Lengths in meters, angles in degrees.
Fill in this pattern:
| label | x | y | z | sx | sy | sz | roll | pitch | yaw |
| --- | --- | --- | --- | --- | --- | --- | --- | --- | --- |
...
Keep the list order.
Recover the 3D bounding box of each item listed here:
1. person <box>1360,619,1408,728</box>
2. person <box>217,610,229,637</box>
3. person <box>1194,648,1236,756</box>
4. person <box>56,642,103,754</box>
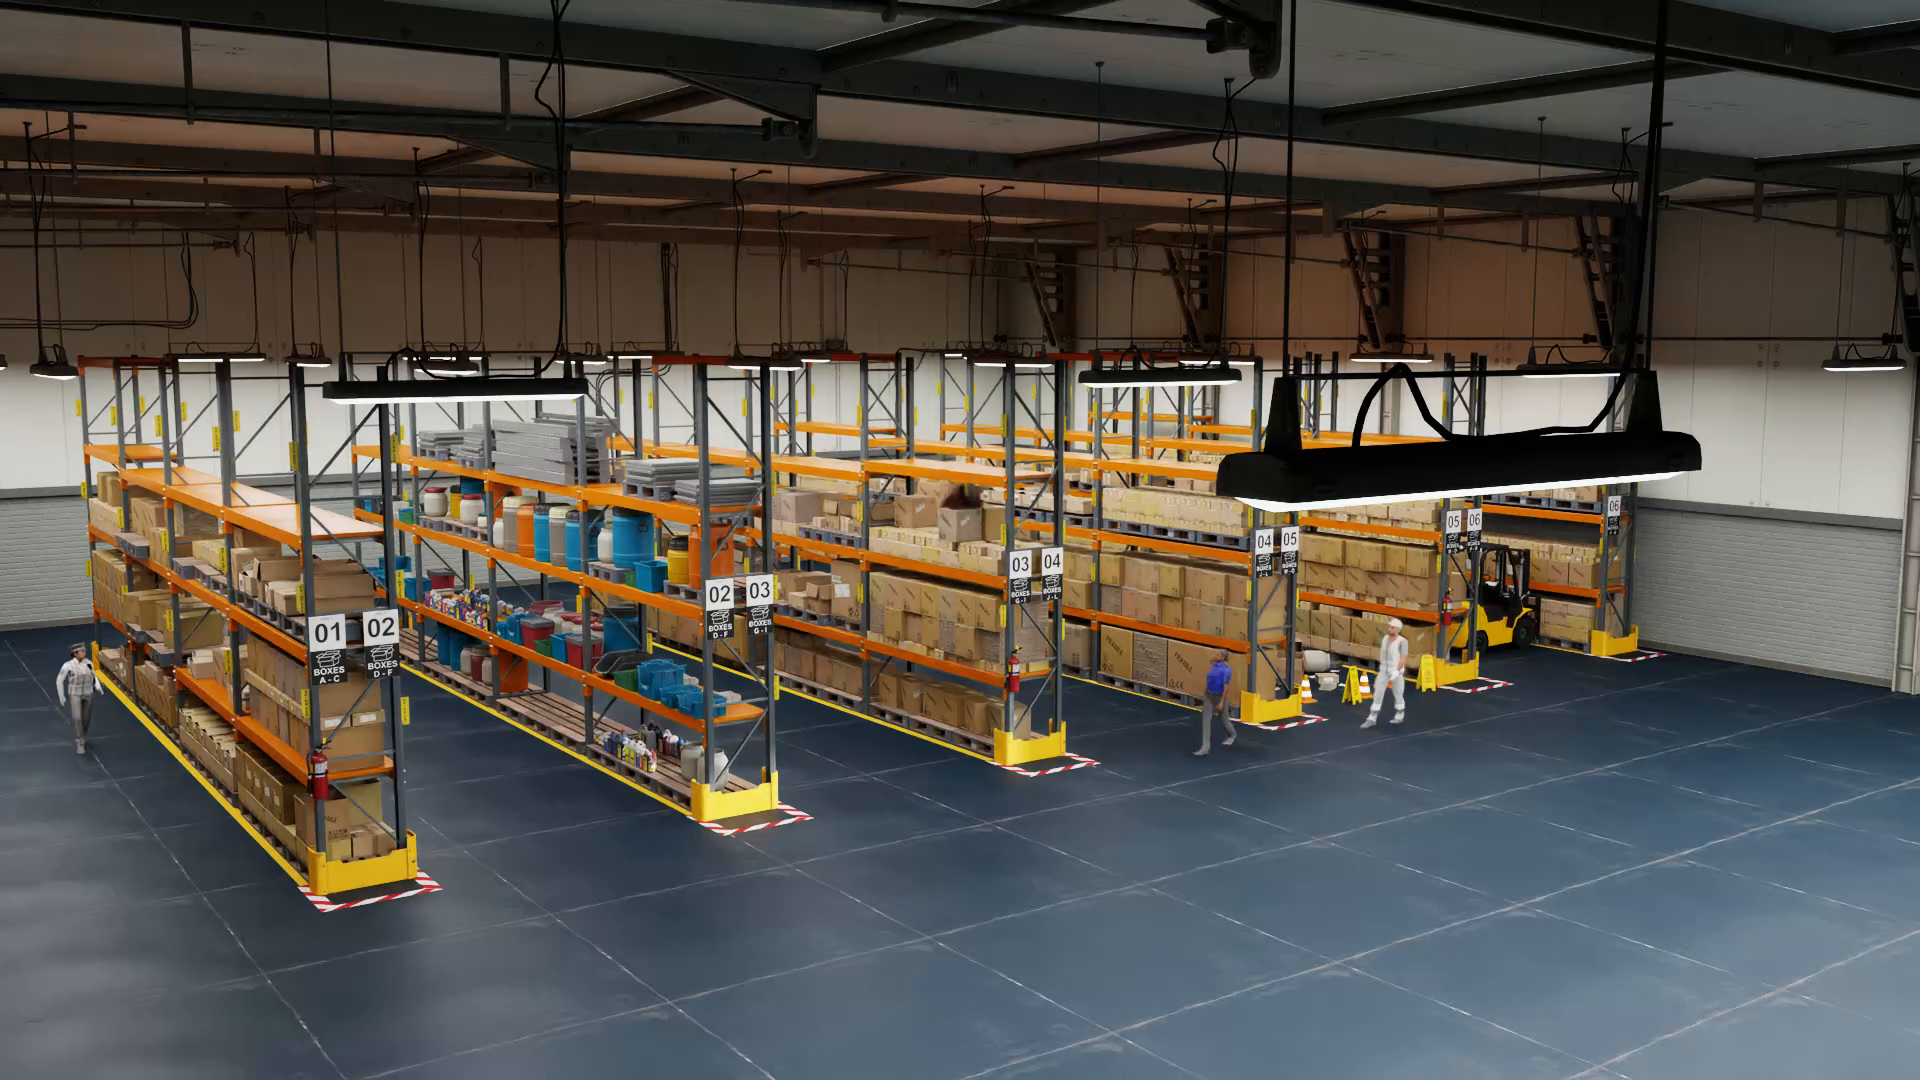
| label | x | y | z | sx | sy | sz | roll | pitch | yaw |
| --- | --- | --- | --- | --- | --- | --- | --- | --- | --- |
| person | 6.971 | 2.165 | 27.049 | 0.549 | 1.761 | 0.864 | 6 | 9 | 42 |
| person | -14.623 | 1.511 | 32.764 | 0.600 | 1.751 | 0.683 | 6 | 9 | 42 |
| person | 3.938 | 2.453 | 25.435 | 0.425 | 1.606 | 0.926 | 4 | 8 | 29 |
| person | -13.625 | 2.418 | 25.736 | 0.610 | 1.695 | 0.908 | -5 | 8 | -34 |
